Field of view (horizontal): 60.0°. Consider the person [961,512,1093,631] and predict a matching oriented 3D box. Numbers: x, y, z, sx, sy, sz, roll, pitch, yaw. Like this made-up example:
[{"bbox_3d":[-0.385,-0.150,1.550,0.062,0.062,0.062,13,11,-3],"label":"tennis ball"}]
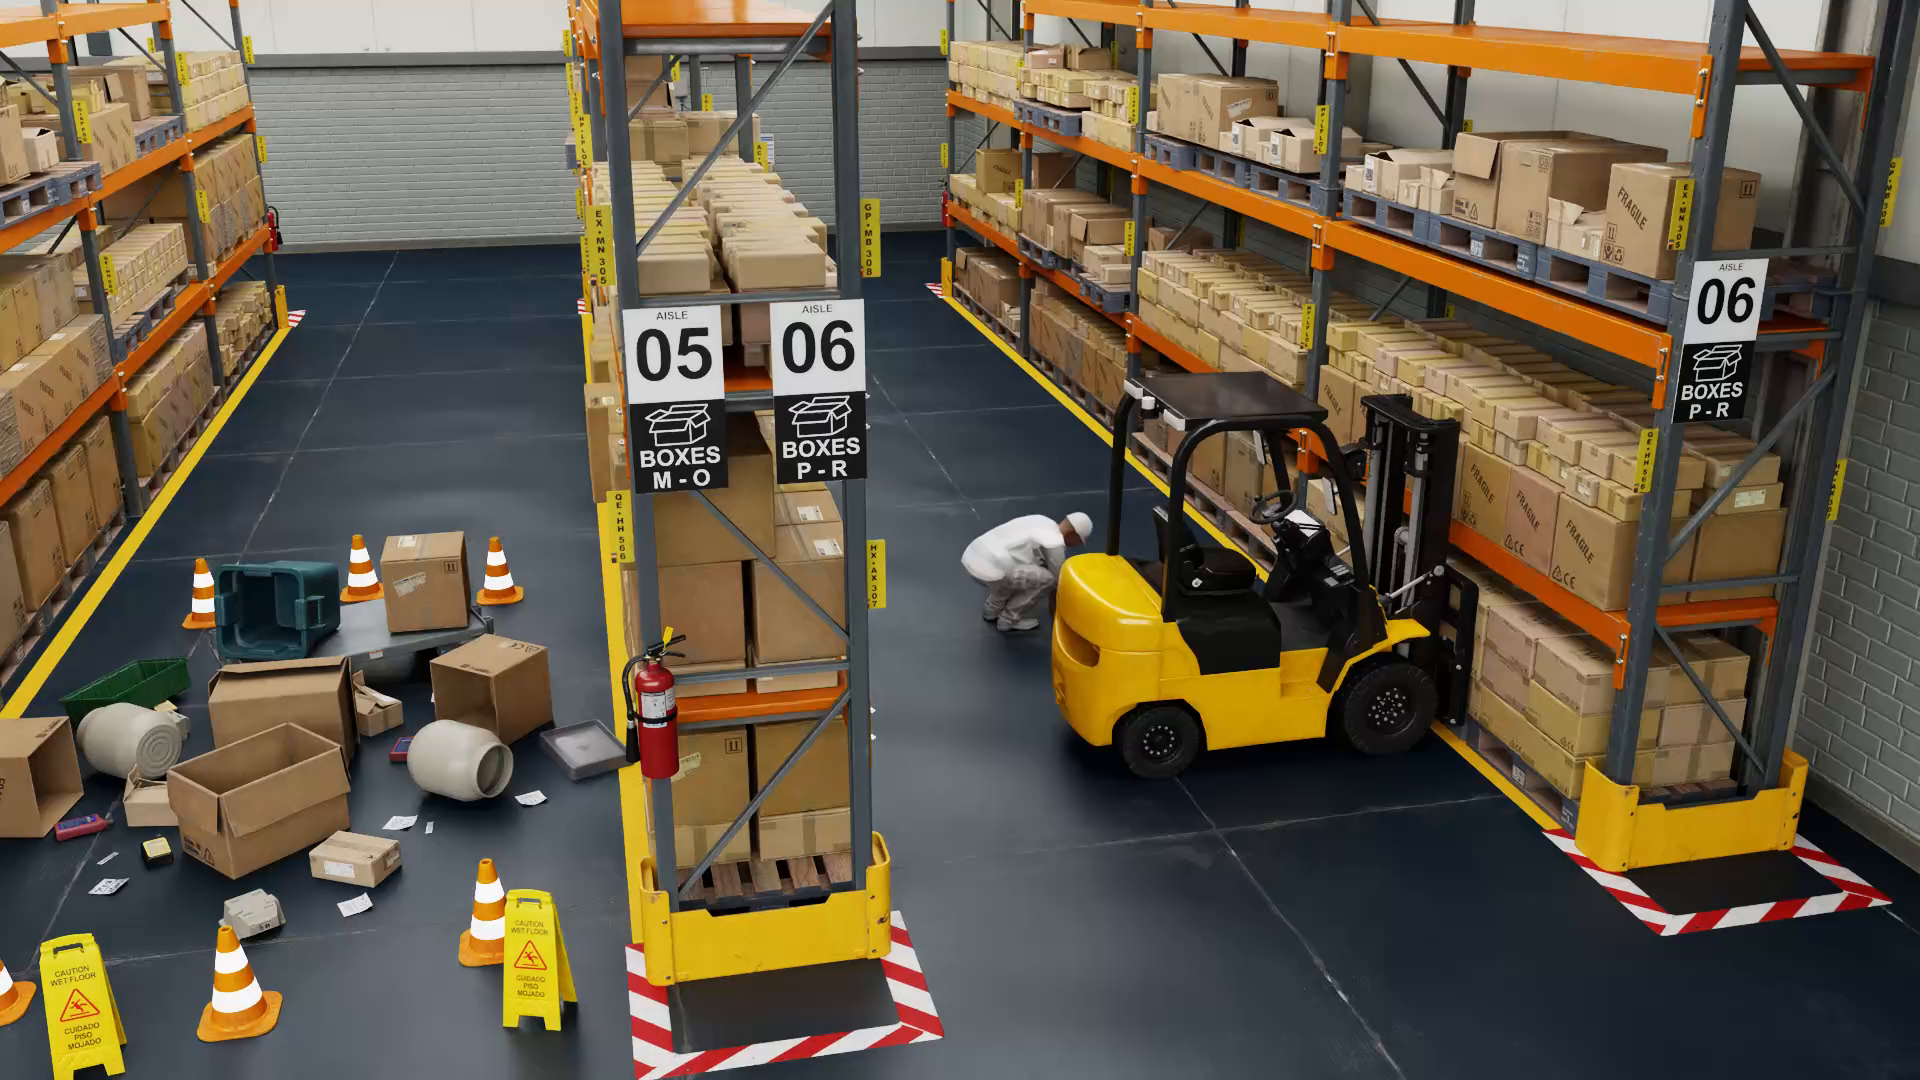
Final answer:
[{"bbox_3d":[0.489,0.238,11.958,0.962,0.833,0.552,-5,20,-14],"label":"person"}]
